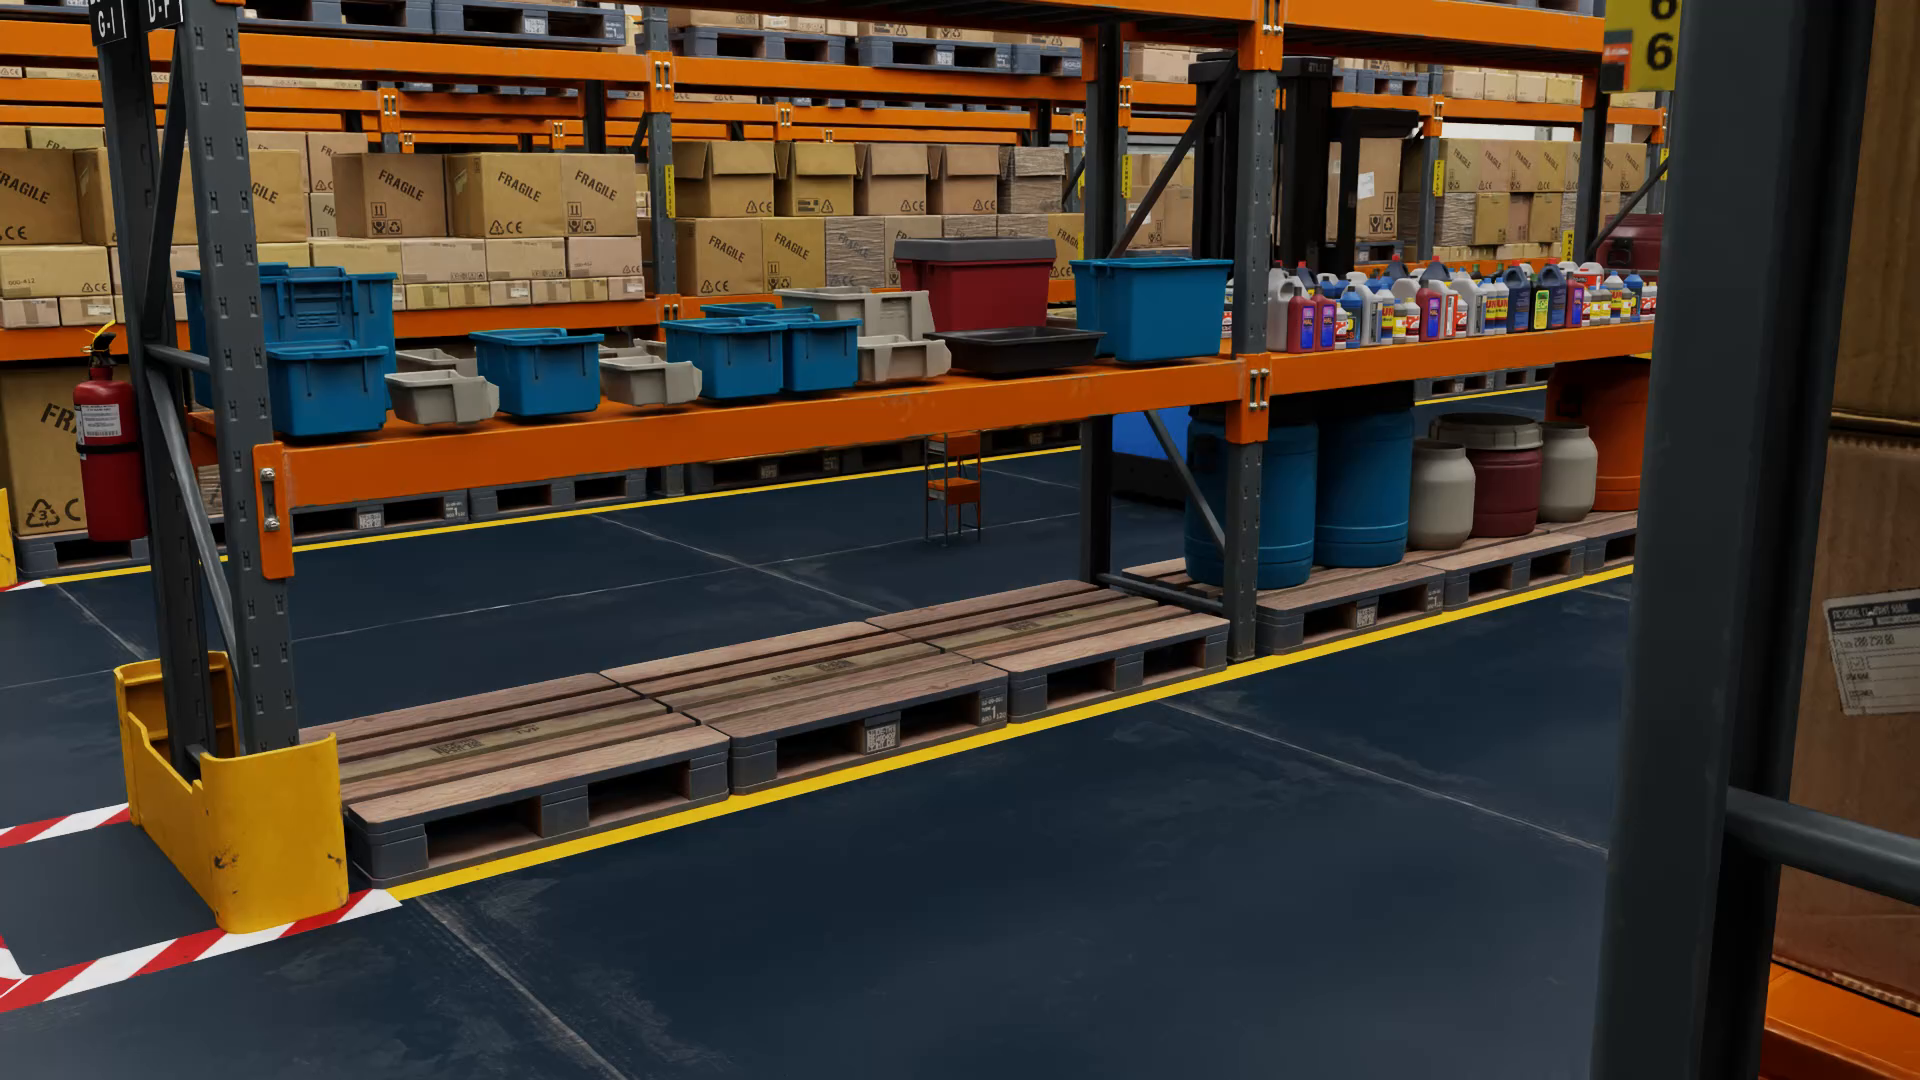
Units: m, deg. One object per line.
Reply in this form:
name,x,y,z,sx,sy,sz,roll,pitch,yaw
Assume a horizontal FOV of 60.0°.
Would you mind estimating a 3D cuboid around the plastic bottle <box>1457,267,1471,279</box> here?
plastic bottle,2.747,-1.359,9.116,0.097,0.271,0.097,0,12,0

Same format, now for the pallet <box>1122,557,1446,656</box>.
pallet,1.545,0.246,7.960,1.213,0.211,1.003,-9,15,-38

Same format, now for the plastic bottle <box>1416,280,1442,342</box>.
plastic bottle,2.163,-1.061,7.684,0.133,0.283,0.061,-9,15,-38

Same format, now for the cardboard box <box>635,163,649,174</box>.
cardboard box,-4.143,-4.929,22.091,0.250,0.149,0.380,-10,16,-40

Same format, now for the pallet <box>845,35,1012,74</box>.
pallet,-0.395,-3.484,12.047,1.213,0.211,1.003,-9,15,-35

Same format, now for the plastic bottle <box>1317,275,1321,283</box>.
plastic bottle,1.702,-1.180,8.263,0.135,0.276,0.152,-9,15,-38

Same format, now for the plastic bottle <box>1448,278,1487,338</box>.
plastic bottle,2.420,-1.112,7.943,0.135,0.276,0.152,-9,15,-38

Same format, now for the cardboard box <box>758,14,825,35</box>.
cardboard box,-1.264,-3.585,11.270,0.500,0.311,0.500,-10,16,-40

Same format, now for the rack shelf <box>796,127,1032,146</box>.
rack shelf,-0.560,-5.848,24.458,4.000,0.370,1.077,-9,15,-38

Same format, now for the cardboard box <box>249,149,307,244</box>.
cardboard box,-3.966,-1.899,9.191,0.500,0.500,0.500,-10,16,-39

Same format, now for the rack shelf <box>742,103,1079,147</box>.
rack shelf,-0.512,-4.539,18.294,4.000,0.370,1.077,-9,15,-38

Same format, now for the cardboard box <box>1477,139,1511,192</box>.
cardboard box,4.969,-3.632,16.145,0.500,0.500,0.500,-9,15,-38

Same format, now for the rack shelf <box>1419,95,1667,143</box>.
rack shelf,5.631,-4.241,16.888,4.000,0.370,1.077,-9,15,-38

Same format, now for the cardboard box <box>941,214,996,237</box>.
cardboard box,-0.081,-2.160,12.337,0.500,0.500,0.500,-10,16,-39

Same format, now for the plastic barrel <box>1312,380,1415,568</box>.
plastic barrel,1.905,-0.363,8.158,0.708,0.901,0.600,-9,15,-38

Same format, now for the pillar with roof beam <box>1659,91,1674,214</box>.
pillar with roof beam,22.907,-11.982,44.390,0.548,9.000,9.100,-9,15,-38

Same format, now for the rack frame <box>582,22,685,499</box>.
rack frame,-2.177,-1.828,11.014,0.127,3.000,1.000,-9,15,-38

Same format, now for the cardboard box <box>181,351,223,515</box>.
cardboard box,-4.140,-0.689,9.755,0.875,0.875,0.875,-9,15,-38

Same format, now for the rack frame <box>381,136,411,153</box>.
rack frame,-8.348,-4.759,24.817,0.127,3.000,1.000,-9,15,-38

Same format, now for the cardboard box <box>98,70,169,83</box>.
cardboard box,-6.592,-3.739,13.154,0.500,0.250,0.500,-10,15,-38

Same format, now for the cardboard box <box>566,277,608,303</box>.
cardboard box,-2.412,-1.579,10.446,0.250,0.149,0.380,-9,15,-37

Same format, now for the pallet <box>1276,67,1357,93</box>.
pallet,2.713,-4.043,14.679,1.003,0.211,1.213,-9,15,-38

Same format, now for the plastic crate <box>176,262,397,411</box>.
plastic crate,-2.062,-0.626,5.124,0.499,0.435,0.616,-9,15,-38

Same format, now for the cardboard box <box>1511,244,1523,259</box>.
cardboard box,5.386,-2.888,16.613,0.250,0.149,0.380,-9,15,-38

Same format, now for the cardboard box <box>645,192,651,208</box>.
cardboard box,-2.970,-3.268,15.959,0.250,0.149,0.380,-9,15,-38

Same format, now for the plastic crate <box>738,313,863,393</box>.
plastic crate,-0.546,-0.641,5.685,0.300,0.233,0.416,-9,15,-38

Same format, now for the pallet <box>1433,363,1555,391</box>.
pallet,5.525,-1.754,17.380,1.213,0.211,1.003,-9,15,-38

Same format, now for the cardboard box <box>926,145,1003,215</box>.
cardboard box,-0.145,-2.710,12.514,0.637,0.503,0.797,-9,15,-36

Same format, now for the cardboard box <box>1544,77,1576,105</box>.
cardboard box,5.792,-4.478,16.637,0.500,0.250,0.500,-10,15,-39

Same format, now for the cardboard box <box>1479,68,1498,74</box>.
cardboard box,4.907,-4.524,15.894,0.250,0.149,0.380,-9,15,-37

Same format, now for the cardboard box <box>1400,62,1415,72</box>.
cardboard box,4.143,-4.544,15.985,0.250,0.149,0.380,-9,15,-36

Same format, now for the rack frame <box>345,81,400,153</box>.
rack frame,-5.197,-2.645,14.865,0.127,3.000,1.000,-9,15,-38

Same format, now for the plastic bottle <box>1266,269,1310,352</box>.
plastic bottle,1.426,-0.999,7.228,0.185,0.351,0.144,-9,15,-38

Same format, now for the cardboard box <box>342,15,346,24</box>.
cardboard box,-5.270,-4.394,14.075,0.250,0.149,0.380,-10,16,-40

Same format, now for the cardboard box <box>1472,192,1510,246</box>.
cardboard box,4.872,-3.168,16.368,0.500,0.500,0.875,-9,15,-38

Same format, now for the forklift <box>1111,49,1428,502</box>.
forklift,2.355,-1.857,11.316,3.031,2.935,1.130,-10,16,-40

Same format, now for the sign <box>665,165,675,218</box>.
sign,-1.829,-2.200,10.493,0.005,0.325,0.100,-9,15,-38

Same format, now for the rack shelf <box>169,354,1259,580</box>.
rack shelf,-0.645,-0.413,6.084,4.000,0.370,1.077,-9,15,-38

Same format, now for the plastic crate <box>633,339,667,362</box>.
plastic crate,-1.026,-0.658,5.995,0.250,0.136,0.298,-9,15,-38

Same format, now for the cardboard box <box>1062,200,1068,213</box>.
cardboard box,1.331,-3.806,19.972,0.550,0.550,0.875,-9,15,-38

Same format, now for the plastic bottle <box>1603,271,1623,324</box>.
plastic bottle,3.405,-1.266,8.680,0.097,0.271,0.097,0,12,0

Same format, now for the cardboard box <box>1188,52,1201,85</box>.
cardboard box,1.873,-3.827,13.569,0.500,0.250,0.500,-9,15,-36

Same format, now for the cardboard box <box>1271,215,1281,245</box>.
cardboard box,2.399,-2.659,14.279,0.500,0.250,0.500,-10,16,-39

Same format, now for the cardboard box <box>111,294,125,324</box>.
cardboard box,-4.418,-1.245,8.876,0.250,0.149,0.380,-10,16,-39

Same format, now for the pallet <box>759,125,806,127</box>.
pallet,-2.670,-5.786,22.885,1.003,0.211,1.213,-9,15,-38

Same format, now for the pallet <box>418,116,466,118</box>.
pallet,-6.586,-5.091,19.617,1.213,0.211,1.003,-9,15,-35

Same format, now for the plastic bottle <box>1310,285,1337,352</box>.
plastic bottle,1.574,-0.963,7.223,0.133,0.283,0.061,-9,15,-38

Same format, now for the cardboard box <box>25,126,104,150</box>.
cardboard box,-6.994,-2.955,12.961,0.500,0.500,0.500,-10,15,-39

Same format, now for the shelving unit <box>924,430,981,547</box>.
shelving unit,-0.042,-0.507,9.487,0.252,1.050,0.215,-9,15,-38

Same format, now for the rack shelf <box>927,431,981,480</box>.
rack shelf,-0.042,-0.496,9.489,0.240,0.259,0.215,-9,15,-38

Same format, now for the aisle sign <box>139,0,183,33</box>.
aisle sign,-2.077,-1.719,4.246,0.004,0.787,0.394,-9,15,-38

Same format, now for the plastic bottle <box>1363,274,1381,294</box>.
plastic bottle,2.080,-1.208,8.404,0.097,0.271,0.097,0,12,0

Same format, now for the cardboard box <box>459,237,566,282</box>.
cardboard box,-2.761,-1.732,10.211,0.500,0.250,0.500,-9,15,-36

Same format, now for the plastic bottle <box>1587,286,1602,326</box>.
plastic bottle,3.253,-1.207,8.569,0.097,0.201,0.097,0,12,0

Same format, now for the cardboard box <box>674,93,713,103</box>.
cardboard box,-2.743,-4.498,16.128,0.500,0.500,0.500,-9,15,-38
